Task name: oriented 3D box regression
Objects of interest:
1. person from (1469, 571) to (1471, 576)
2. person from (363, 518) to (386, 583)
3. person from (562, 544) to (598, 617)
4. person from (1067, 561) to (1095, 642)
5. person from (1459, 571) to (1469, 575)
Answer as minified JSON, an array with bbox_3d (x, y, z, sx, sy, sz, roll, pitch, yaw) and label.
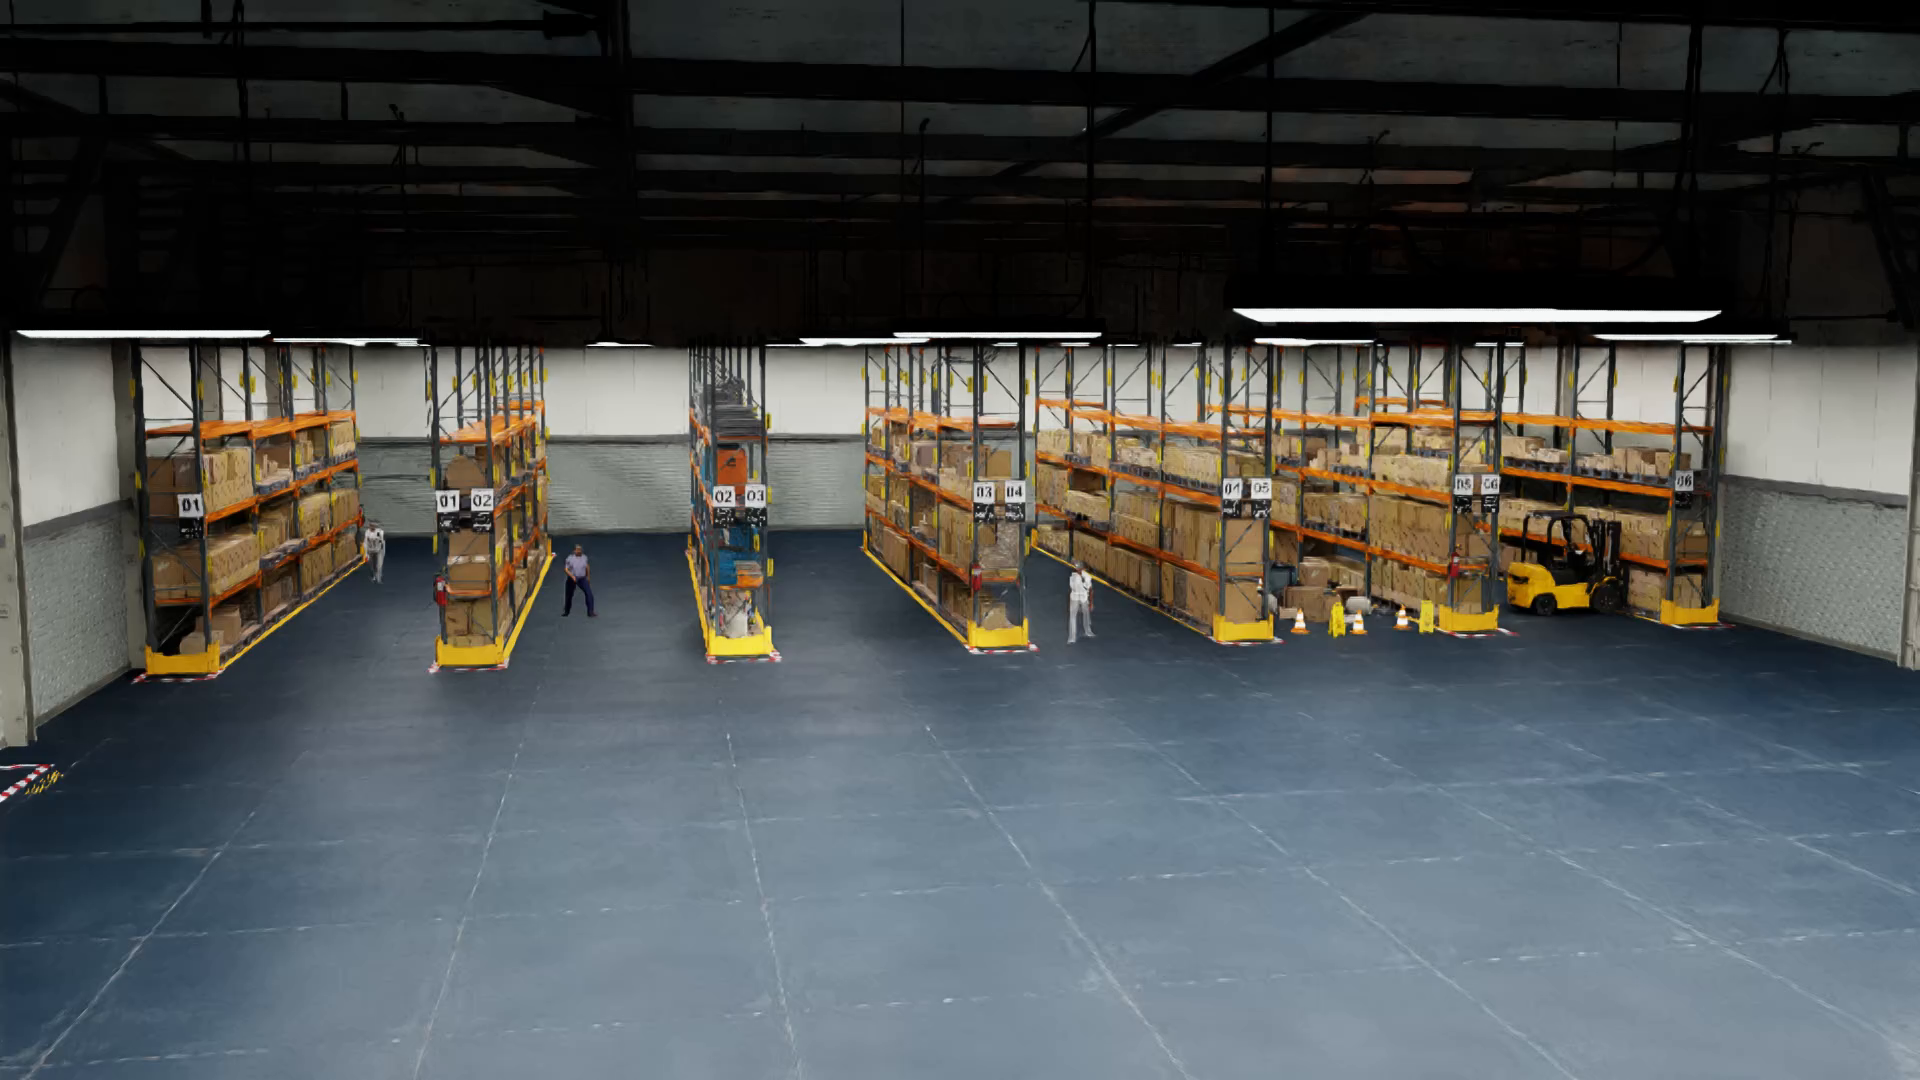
[{"bbox_3d":[12.304,0.200,40.864,0.570,1.666,0.567,2,7,15],"label":"person"},{"bbox_3d":[-14.351,0.244,40.750,0.499,1.587,1.074,-1,7,-12],"label":"person"},{"bbox_3d":[-8.182,0.852,35.630,0.647,1.577,0.821,-3,7,-28],"label":"person"},{"bbox_3d":[2.385,1.175,32.713,0.505,1.610,0.934,1,7,10],"label":"person"},{"bbox_3d":[11.359,0.509,37.664,0.486,1.787,0.608,2,7,20],"label":"person"}]
